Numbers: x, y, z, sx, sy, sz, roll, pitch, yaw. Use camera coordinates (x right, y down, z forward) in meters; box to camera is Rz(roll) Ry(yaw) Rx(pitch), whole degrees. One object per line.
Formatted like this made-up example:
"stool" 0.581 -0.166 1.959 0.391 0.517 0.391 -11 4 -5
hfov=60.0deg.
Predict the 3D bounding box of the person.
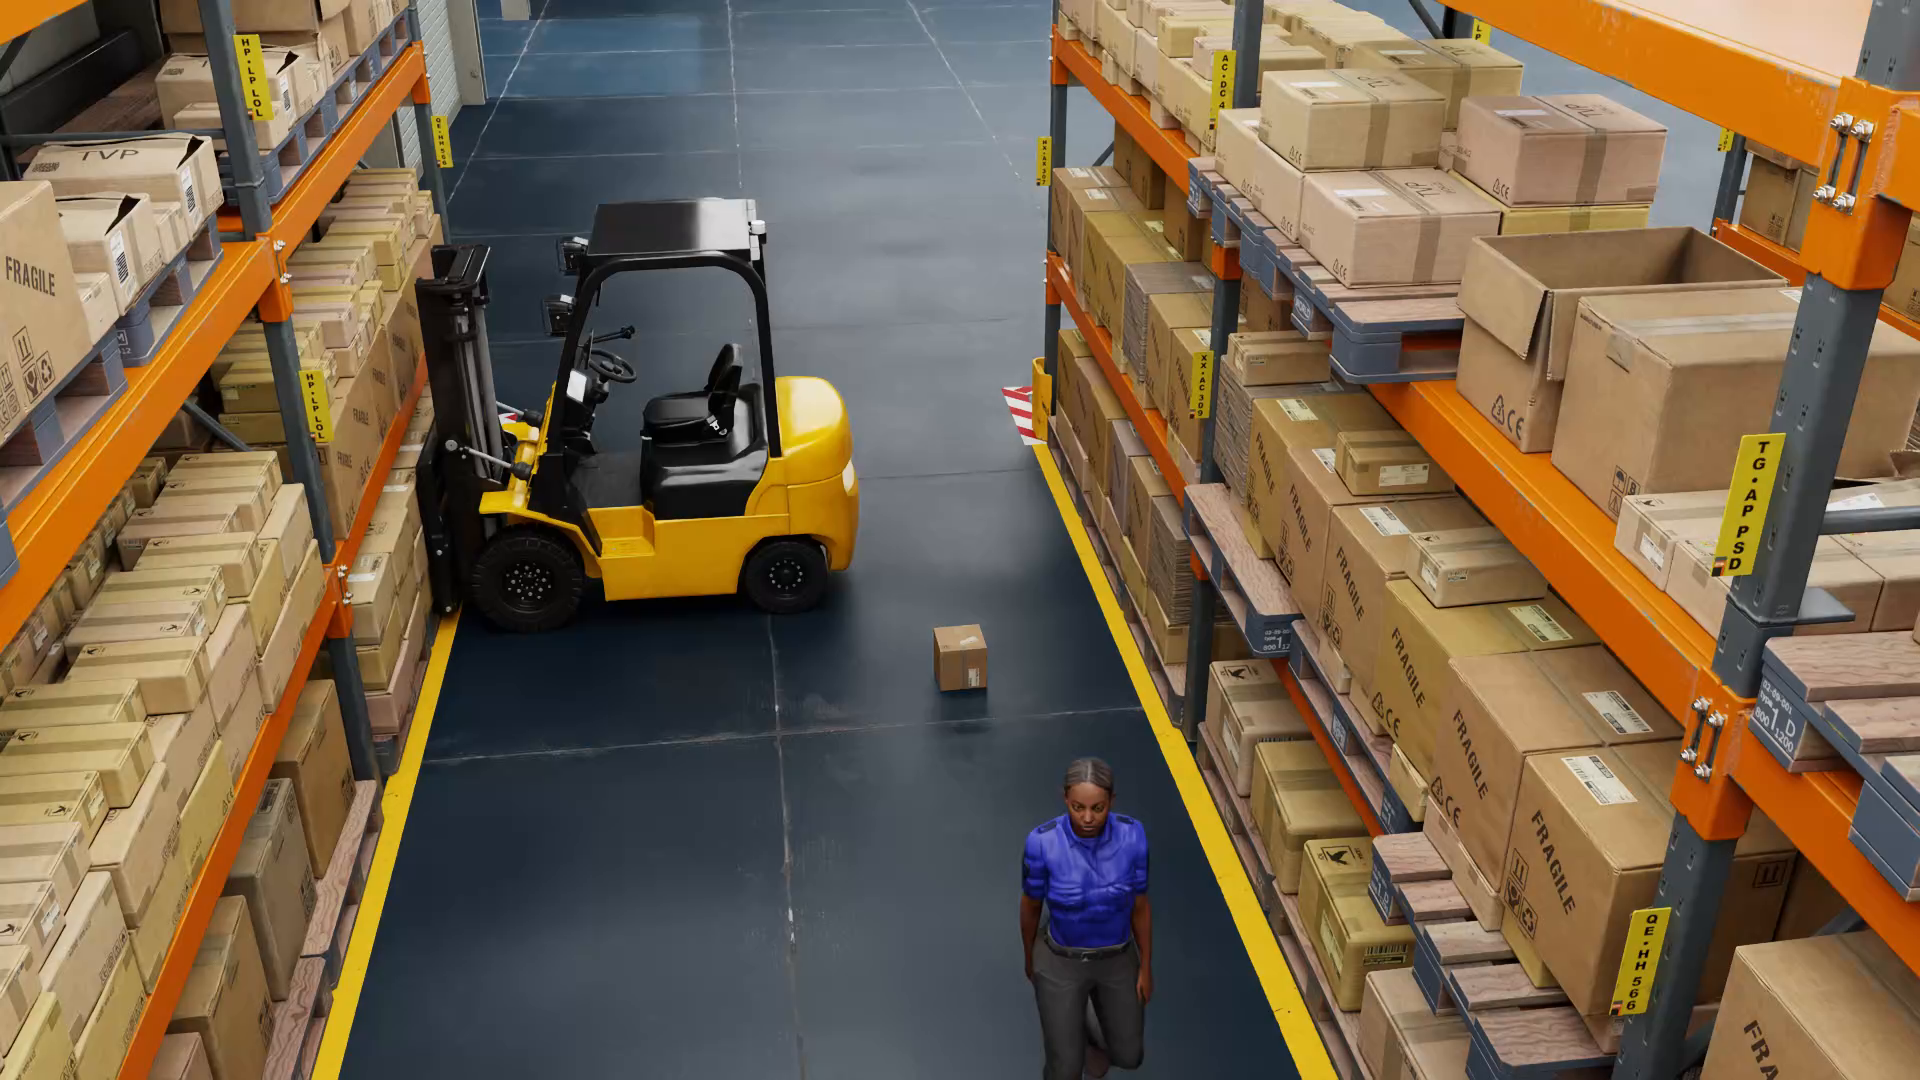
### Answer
"person" 0.433 1.438 5.793 0.453 1.640 0.628 -4 28 -7
